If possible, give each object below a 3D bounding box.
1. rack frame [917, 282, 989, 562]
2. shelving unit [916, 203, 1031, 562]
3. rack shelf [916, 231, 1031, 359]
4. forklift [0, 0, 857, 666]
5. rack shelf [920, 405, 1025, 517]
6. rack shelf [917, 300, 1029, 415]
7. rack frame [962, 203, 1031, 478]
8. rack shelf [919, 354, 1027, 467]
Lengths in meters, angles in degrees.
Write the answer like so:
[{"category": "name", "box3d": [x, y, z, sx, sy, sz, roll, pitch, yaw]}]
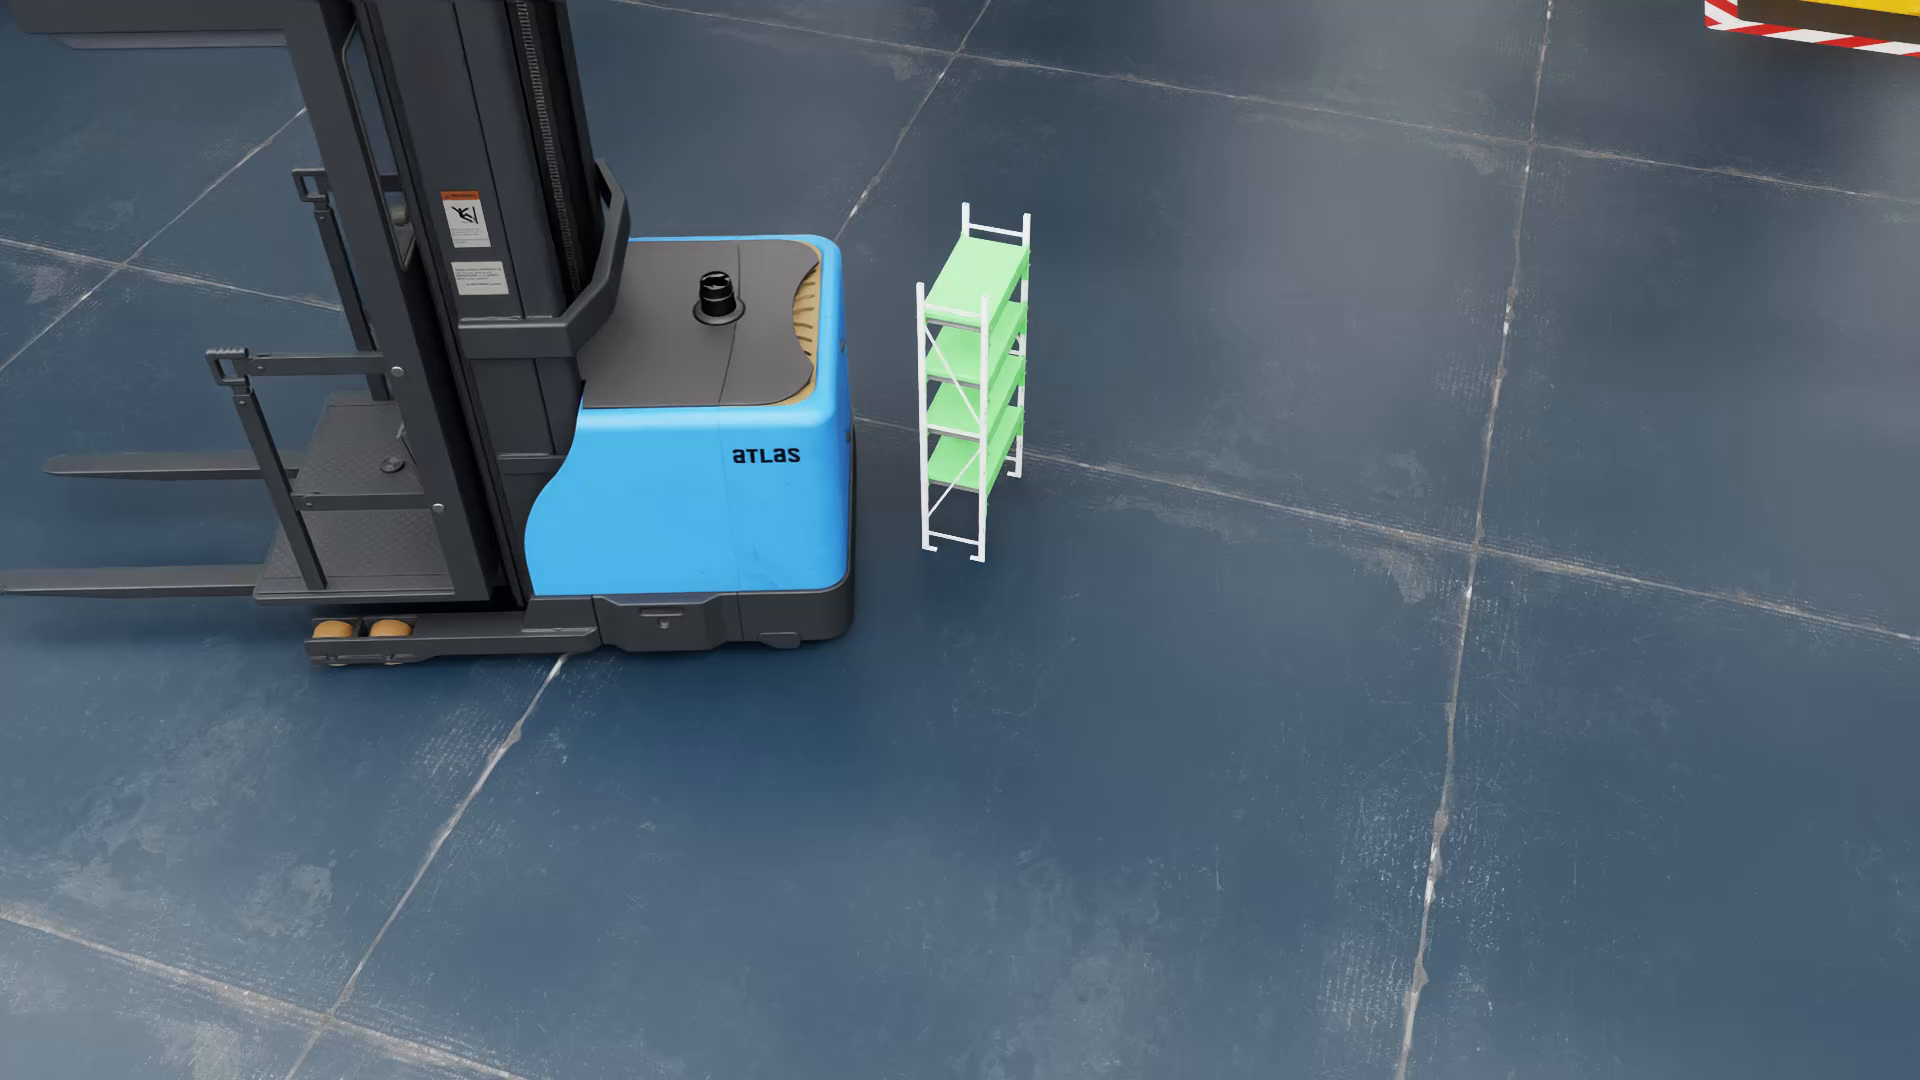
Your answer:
[{"category": "rack frame", "box3d": [-0.024, -0.377, 5.777, 0.240, 1.200, 0.015, 13, 46, 12]}, {"category": "shelving unit", "box3d": [0.050, -0.539, 5.943, 0.258, 1.200, 0.503, 13, 46, 12]}, {"category": "rack shelf", "box3d": [0.050, -0.837, 5.652, 0.258, 0.148, 0.480, 13, 46, 12]}, {"category": "forklift", "box3d": [-1.904, -0.986, 5.162, 3.031, 2.935, 1.130, -1, 44, -1]}, {"category": "rack shelf", "box3d": [0.050, -0.322, 6.156, 0.258, 0.148, 0.480, 13, 46, 12]}, {"category": "rack shelf", "box3d": [0.050, -0.665, 5.820, 0.258, 0.148, 0.480, 13, 46, 12]}, {"category": "rack frame", "box3d": [0.124, -0.702, 6.109, 0.240, 1.200, 0.015, 13, 46, 12]}, {"category": "rack shelf", "box3d": [0.050, -0.494, 5.988, 0.258, 0.148, 0.480, 13, 46, 12]}]
